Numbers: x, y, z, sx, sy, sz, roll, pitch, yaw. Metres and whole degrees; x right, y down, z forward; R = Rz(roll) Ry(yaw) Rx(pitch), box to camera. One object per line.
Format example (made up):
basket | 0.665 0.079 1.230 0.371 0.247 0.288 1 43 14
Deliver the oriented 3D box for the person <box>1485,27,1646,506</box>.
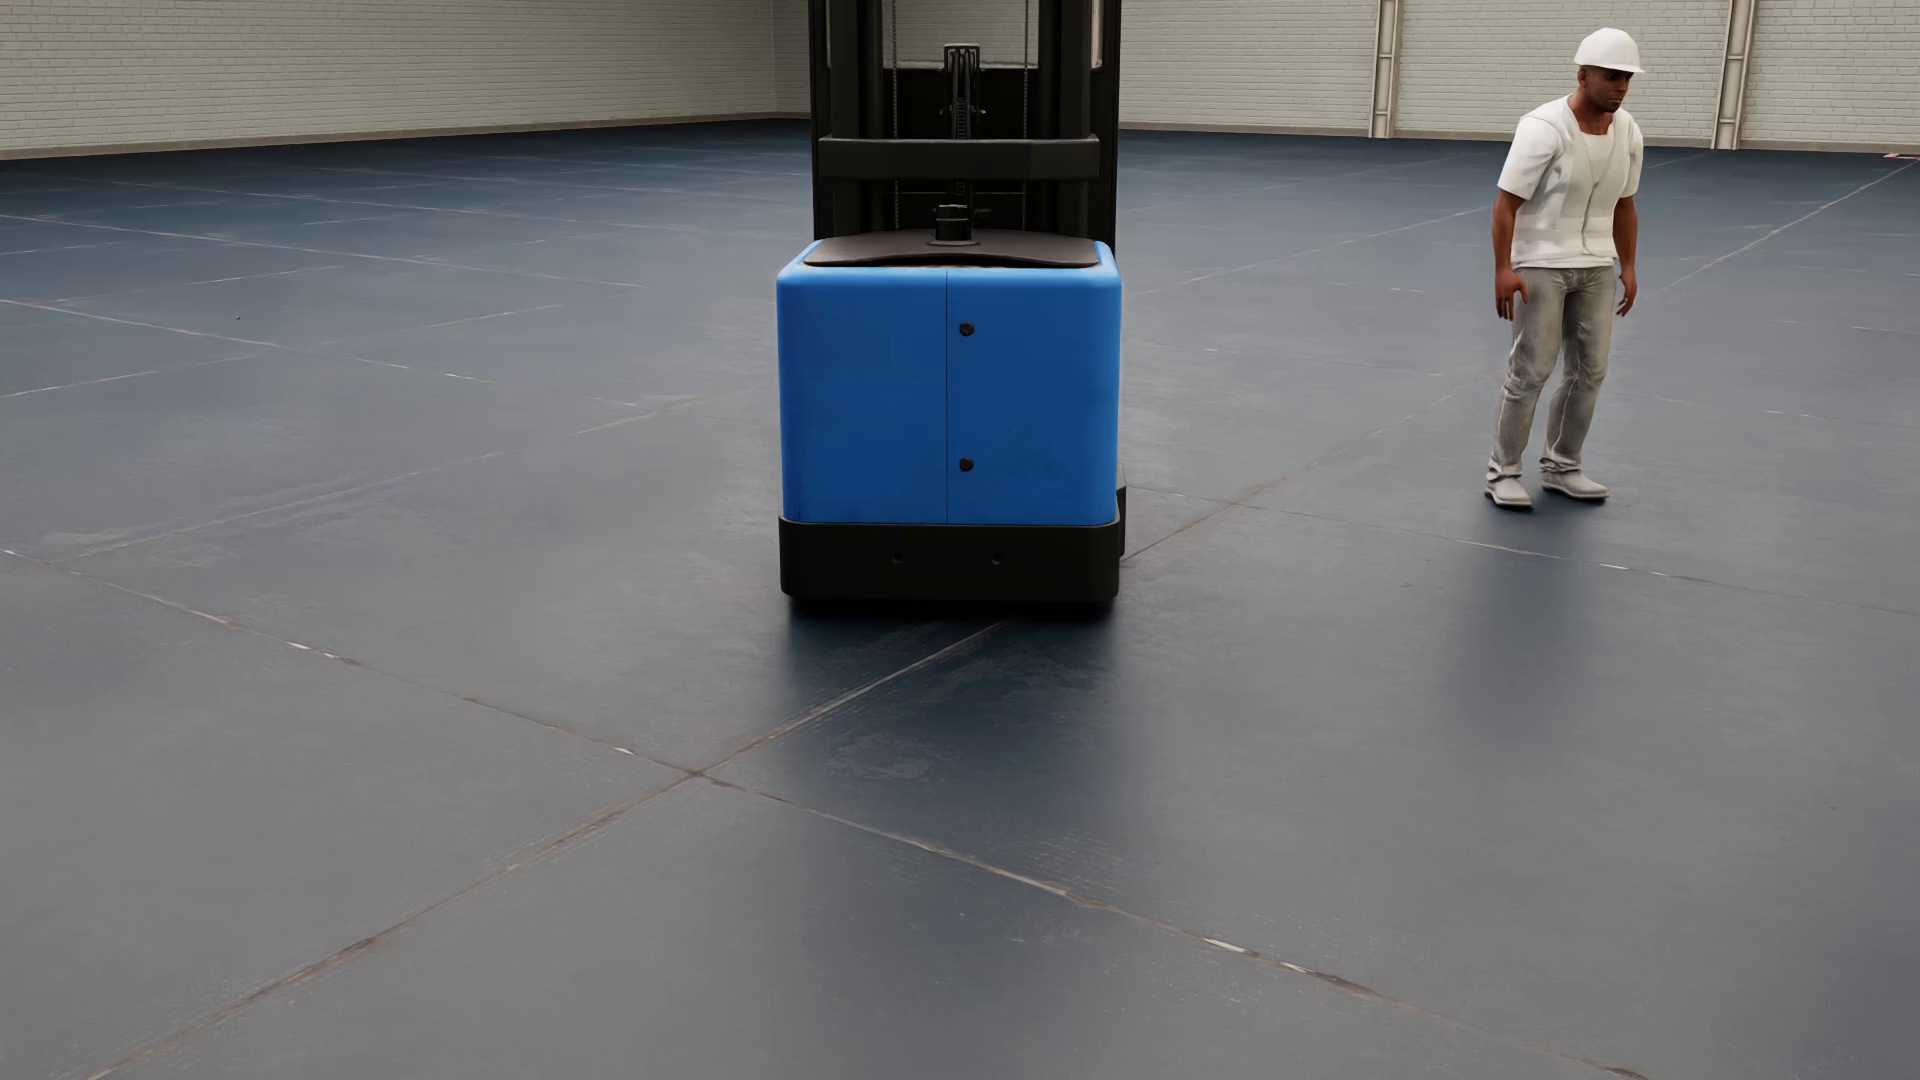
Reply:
person | 2.294 -1.014 6.276 0.632 1.759 0.461 -5 17 -17

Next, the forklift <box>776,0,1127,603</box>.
forklift | 0.028 -1.583 6.127 1.130 2.935 3.031 1 17 2
